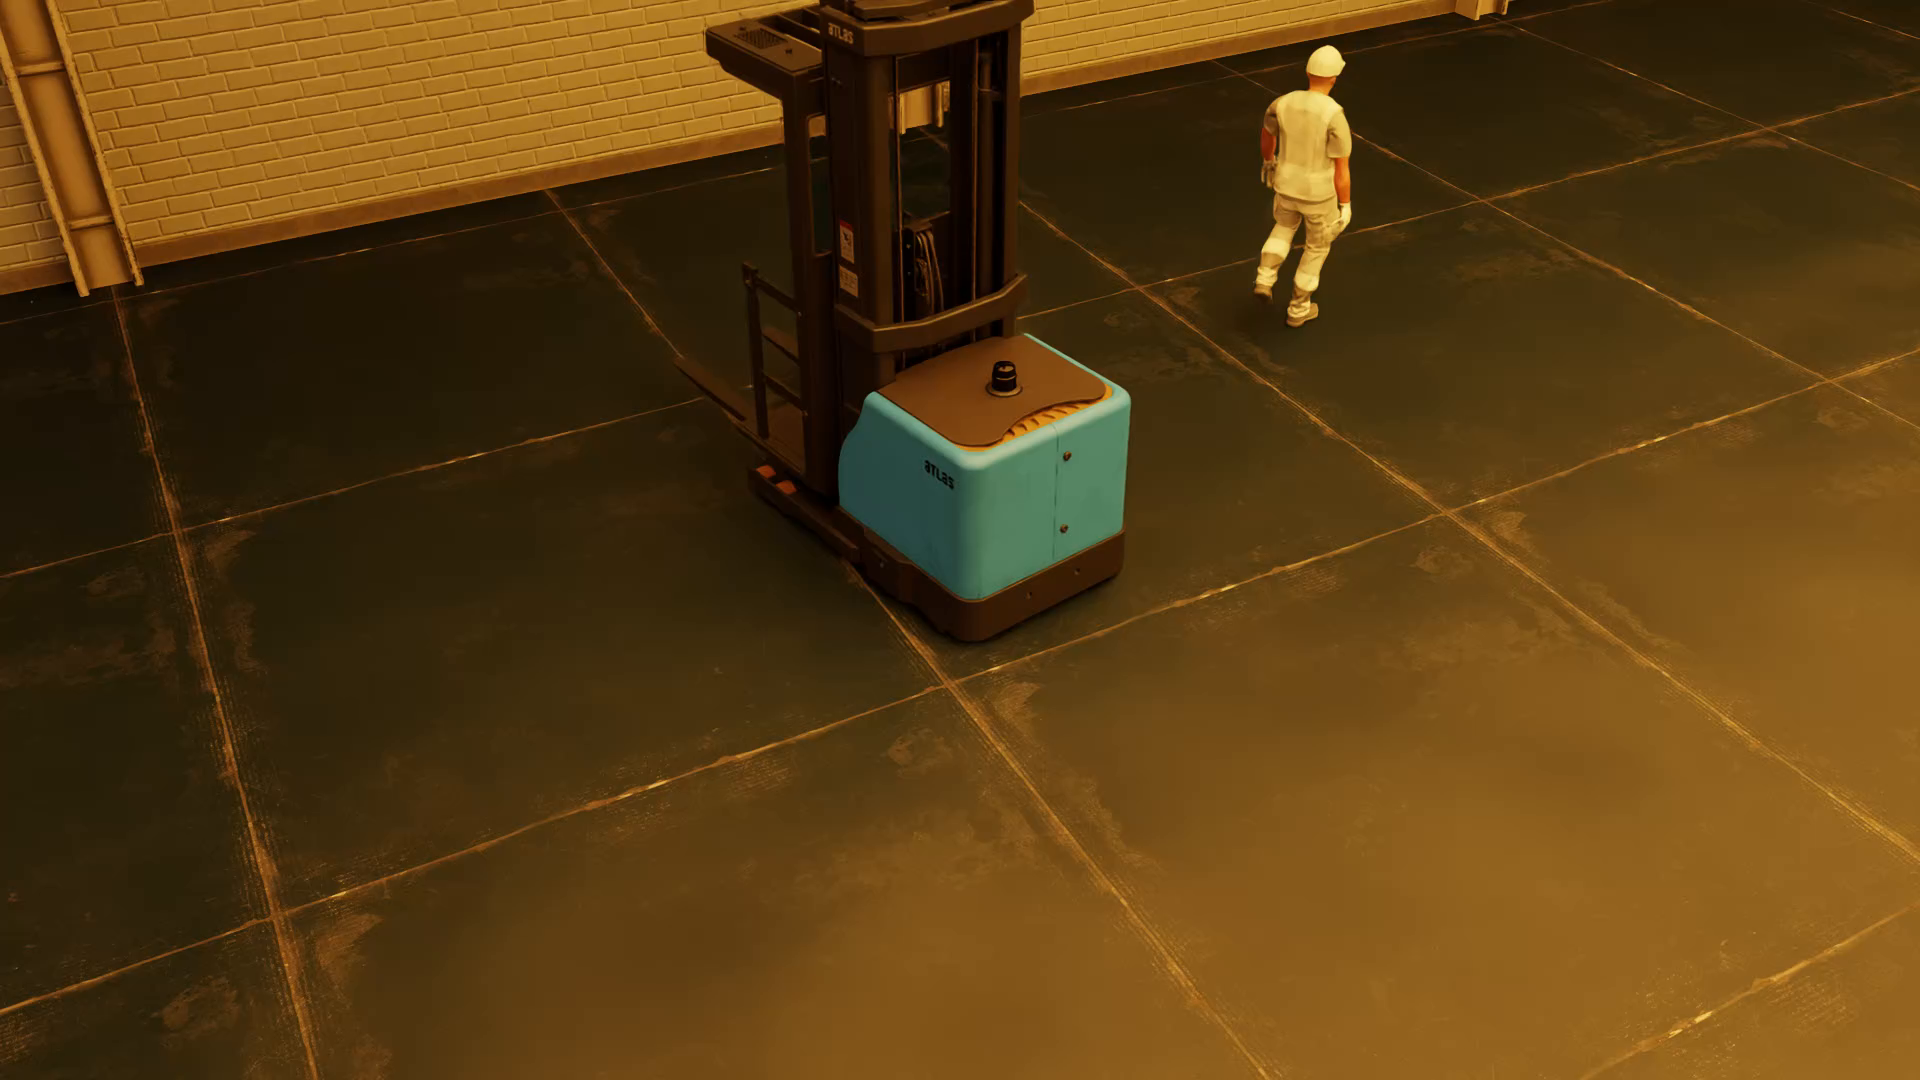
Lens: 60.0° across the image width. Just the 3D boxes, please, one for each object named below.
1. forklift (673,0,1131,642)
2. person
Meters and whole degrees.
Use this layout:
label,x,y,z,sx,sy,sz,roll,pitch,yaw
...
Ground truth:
label,x,y,z,sx,sy,sz,roll,pitch,yaw
forklift,-0.487,-1.505,8.252,1.130,2.935,3.031,-25,42,-30
person,2.116,-2.151,10.177,0.735,1.766,0.485,25,42,31
